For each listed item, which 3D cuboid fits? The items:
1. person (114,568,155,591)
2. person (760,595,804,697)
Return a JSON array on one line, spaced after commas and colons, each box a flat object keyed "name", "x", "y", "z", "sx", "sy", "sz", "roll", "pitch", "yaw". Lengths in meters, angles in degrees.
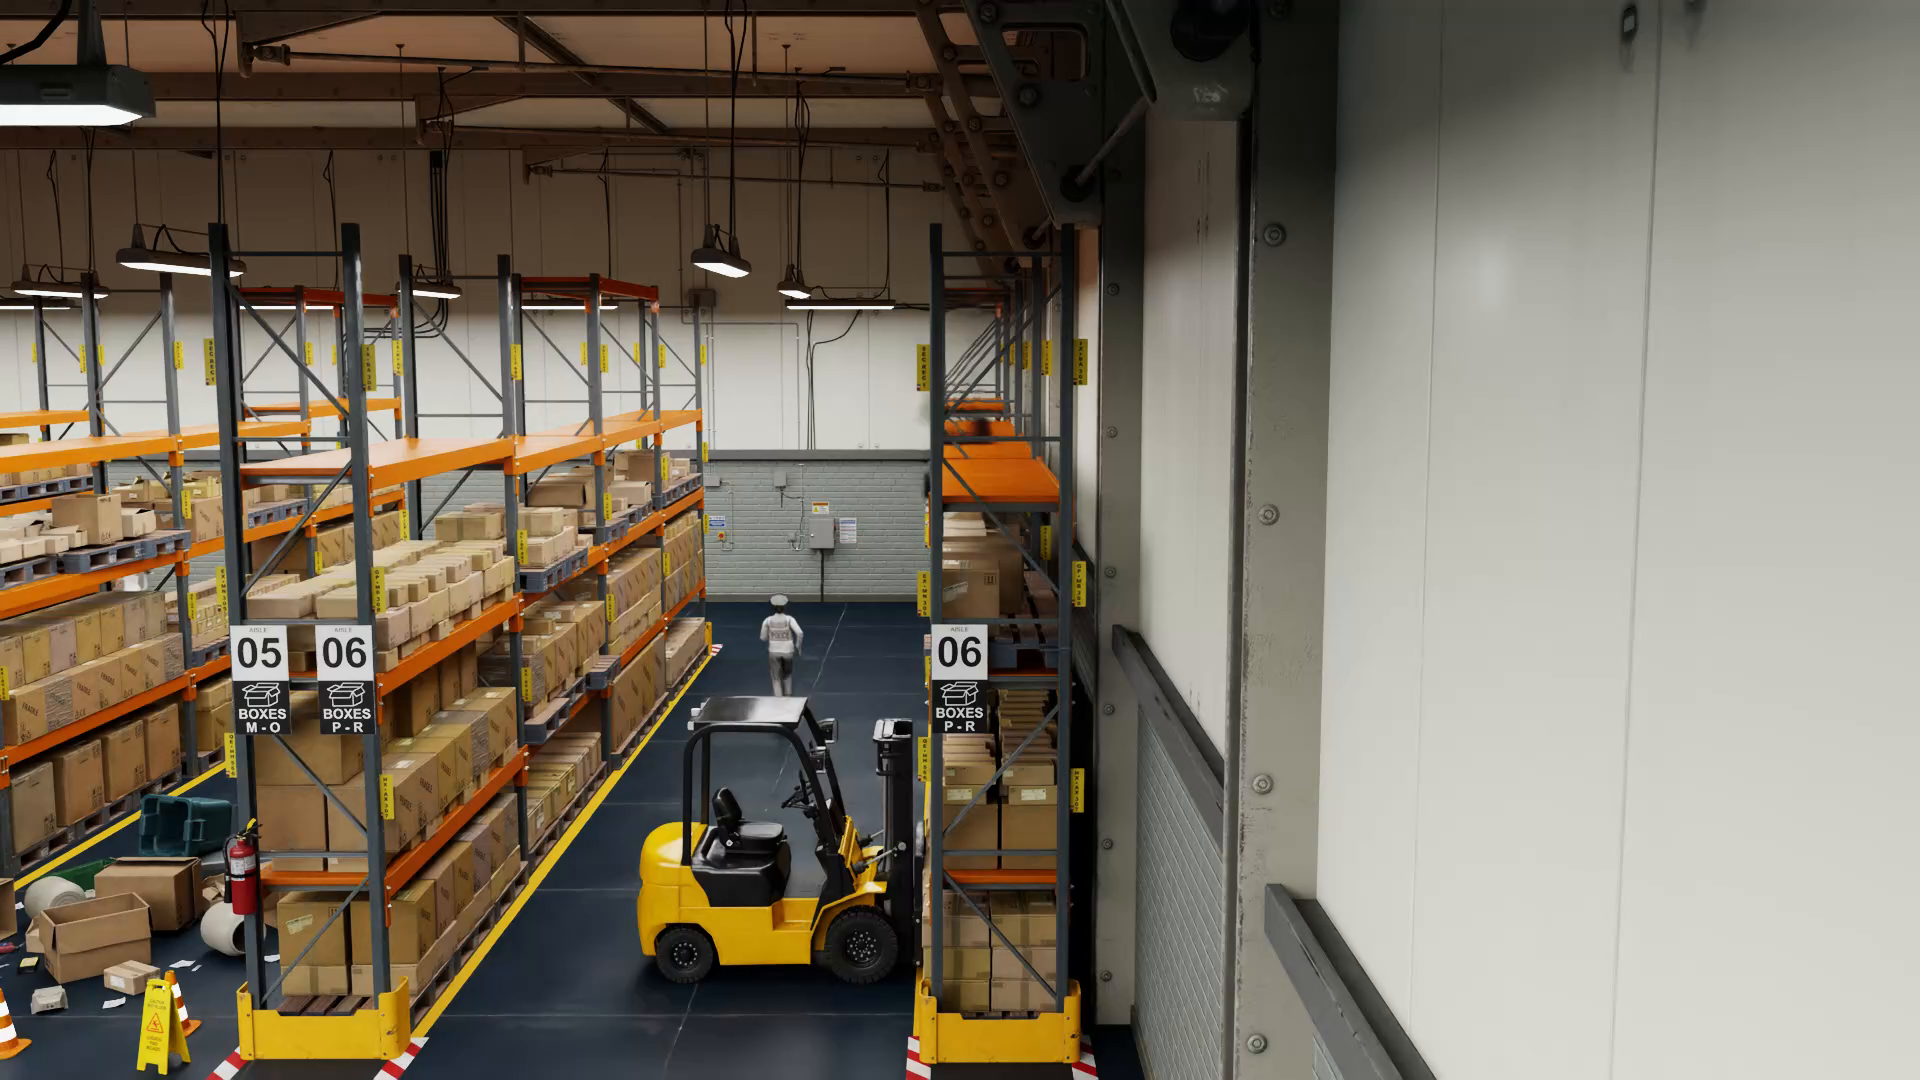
[{"name": "person", "x": -14.560, "y": 0.856, "z": 29.355, "sx": 0.968, "sy": 1.813, "sz": 0.697, "roll": 3, "pitch": 7, "yaw": 24}, {"name": "person", "x": -2.488, "y": 1.636, "z": 23.160, "sx": 0.580, "sy": 1.745, "sz": 0.737, "roll": -1, "pitch": 7, "yaw": -11}]
